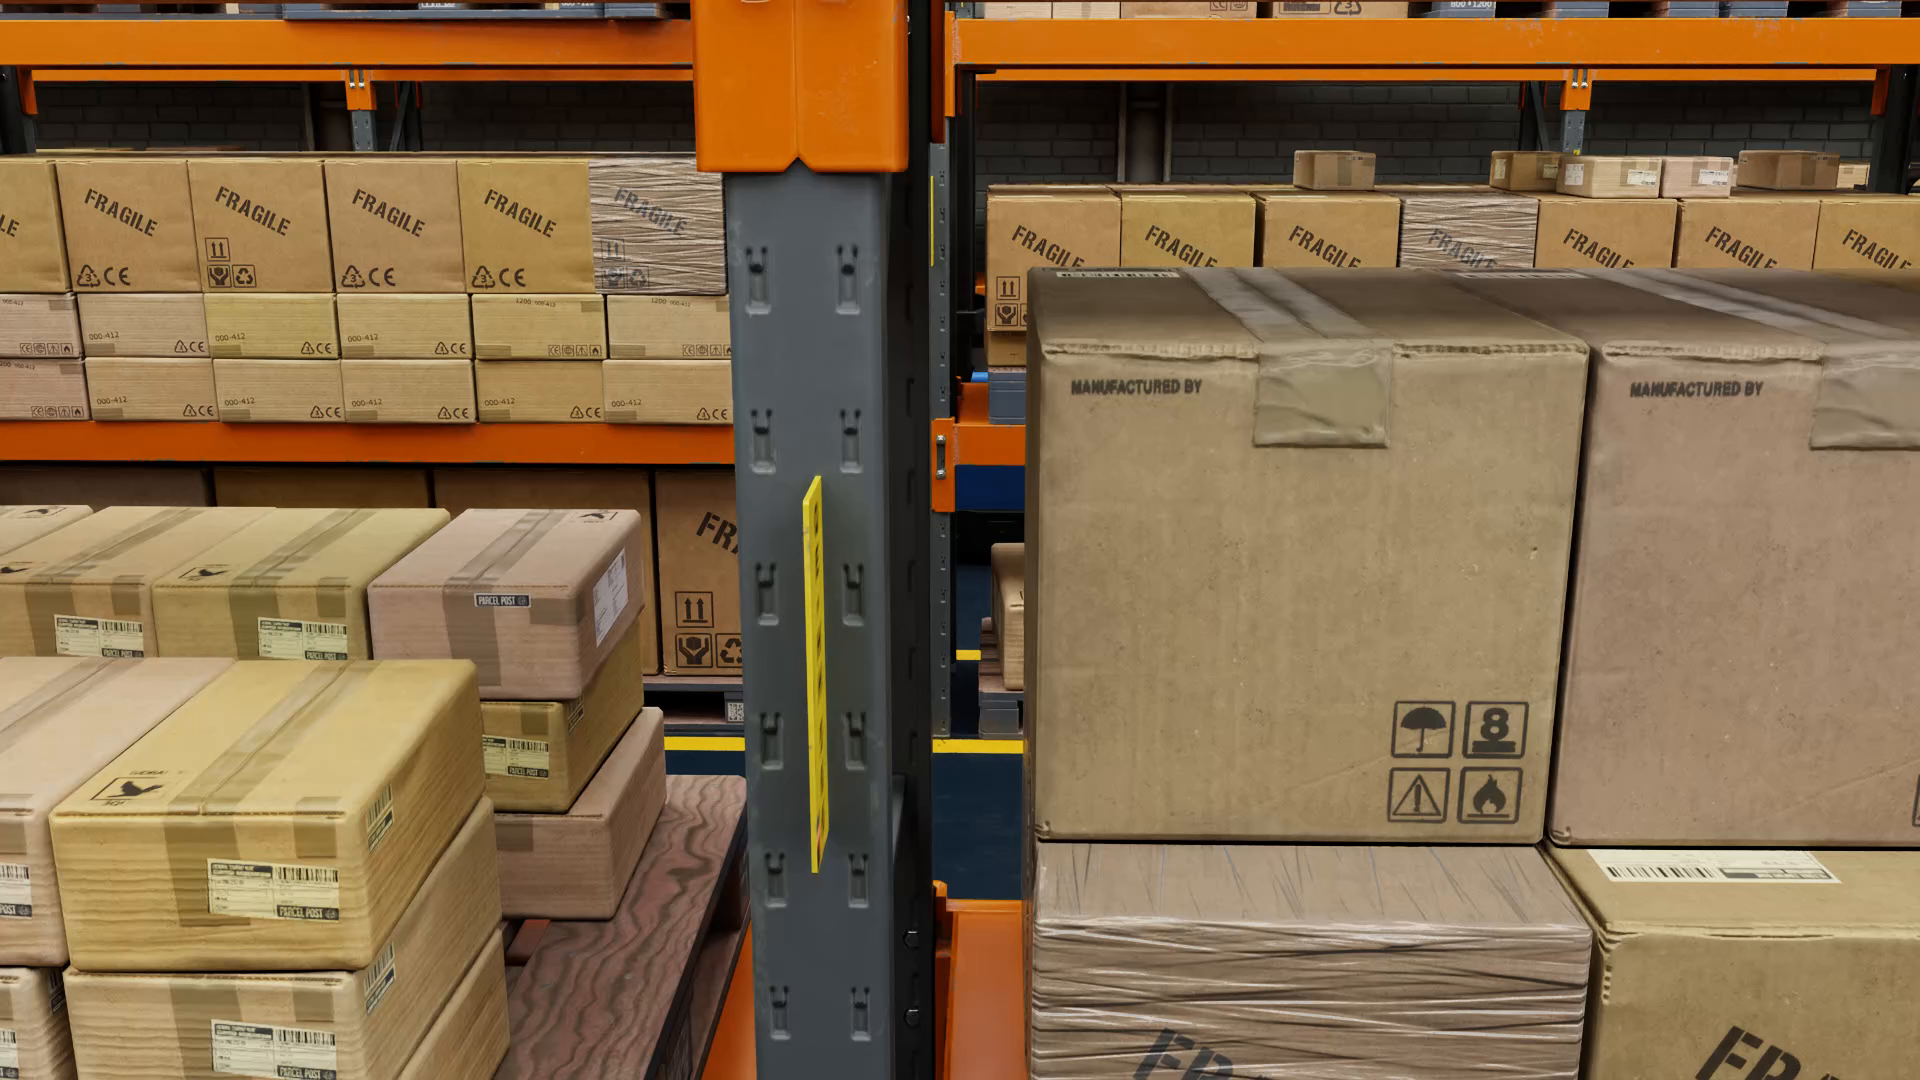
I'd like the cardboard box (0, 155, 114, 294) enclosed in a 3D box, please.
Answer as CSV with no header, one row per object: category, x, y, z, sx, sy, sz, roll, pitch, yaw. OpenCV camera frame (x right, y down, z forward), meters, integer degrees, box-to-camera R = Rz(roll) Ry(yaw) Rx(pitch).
cardboard box,-3.658,-1.248,6.533,0.500,0.500,0.500,1,15,2

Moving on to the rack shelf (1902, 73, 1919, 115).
rack shelf,5.906,-1.829,6.424,4.000,0.370,1.077,0,15,1

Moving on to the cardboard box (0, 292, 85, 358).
cardboard box,-3.658,-0.886,6.634,0.500,0.250,0.500,0,15,0

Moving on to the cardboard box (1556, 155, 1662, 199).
cardboard box,2.476,-1.391,6.359,0.250,0.149,0.380,0,15,-1

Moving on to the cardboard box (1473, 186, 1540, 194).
cardboard box,2.451,-1.221,6.986,0.500,0.500,0.500,0,15,1

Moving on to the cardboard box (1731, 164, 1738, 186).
cardboard box,5.115,-2.428,11.112,0.250,0.149,0.380,1,15,3

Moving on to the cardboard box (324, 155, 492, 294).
cardboard box,-2.130,-1.246,6.526,0.500,0.500,0.500,0,15,1

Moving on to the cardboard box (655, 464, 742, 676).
cardboard box,-0.780,0.033,7.178,0.875,0.875,0.875,0,15,1

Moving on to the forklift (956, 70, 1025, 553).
forklift,-0.630,-1.422,9.485,3.031,2.935,1.130,0,15,2

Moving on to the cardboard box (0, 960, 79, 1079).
cardboard box,-0.889,0.383,1.593,0.250,0.149,0.380,1,15,4

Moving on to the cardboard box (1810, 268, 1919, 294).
cardboard box,1.350,-0.024,1.893,0.500,0.500,0.700,0,15,1

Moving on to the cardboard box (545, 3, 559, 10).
cardboard box,-2.658,-3.529,10.928,0.250,0.149,0.380,0,15,1

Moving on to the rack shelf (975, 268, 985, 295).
rack shelf,2.031,-1.671,11.703,4.000,0.370,1.077,0,15,1

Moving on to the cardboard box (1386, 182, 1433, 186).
cardboard box,3.168,-2.442,11.747,0.250,0.149,0.380,0,15,1

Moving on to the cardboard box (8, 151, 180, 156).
cardboard box,-3.637,-1.385,7.053,0.500,0.500,0.500,1,15,3

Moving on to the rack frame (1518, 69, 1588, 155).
rack frame,4.030,-2.006,11.562,0.127,3.000,1.000,0,15,1

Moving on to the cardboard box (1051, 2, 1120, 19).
cardboard box,0.474,-2.104,6.319,0.258,0.266,0.396,0,15,1

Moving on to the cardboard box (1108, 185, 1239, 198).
cardboard box,0.887,-1.229,7.014,0.500,0.500,0.500,0,15,1

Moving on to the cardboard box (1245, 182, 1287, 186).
cardboard box,2.161,-2.447,11.766,0.250,0.149,0.380,1,15,2

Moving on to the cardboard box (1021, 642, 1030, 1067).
cardboard box,0.340,0.383,2.312,0.500,0.500,0.500,0,15,1

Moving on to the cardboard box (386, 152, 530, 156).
cardboard box,-2.096,-1.376,7.018,0.500,0.500,0.500,1,15,2

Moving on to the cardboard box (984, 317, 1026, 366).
cardboard box,0.228,-0.798,6.654,0.250,0.149,0.380,0,15,-2

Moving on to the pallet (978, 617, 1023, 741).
pallet,0.689,0.588,7.198,1.213,0.211,1.003,0,15,1

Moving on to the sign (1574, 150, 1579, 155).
sign,4.026,-2.389,10.900,0.005,0.325,0.100,0,15,1

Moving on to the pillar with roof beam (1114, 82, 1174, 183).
pillar with roof beam,1.248,-4.056,7.574,0.400,9.000,9.100,0,15,1

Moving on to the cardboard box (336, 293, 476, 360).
cardboard box,-2.126,-0.877,6.599,0.500,0.250,0.500,0,15,0

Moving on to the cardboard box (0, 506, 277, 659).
cardboard box,-1.088,0.072,2.192,0.250,0.149,0.380,0,15,1

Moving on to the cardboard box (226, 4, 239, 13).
cardboard box,-4.976,-3.520,11.131,0.500,0.250,0.500,0,15,0

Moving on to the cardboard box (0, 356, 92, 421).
cardboard box,-3.657,-0.649,6.715,0.500,0.250,0.500,0,15,0

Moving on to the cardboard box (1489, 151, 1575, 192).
cardboard box,2.357,-1.523,6.858,0.250,0.149,0.380,1,15,5

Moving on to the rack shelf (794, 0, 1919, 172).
rack shelf,1.882,-0.592,1.736,4.000,0.370,1.077,0,15,1

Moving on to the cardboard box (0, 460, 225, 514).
cardboard box,-3.469,0.016,7.241,0.875,0.875,0.875,1,15,3

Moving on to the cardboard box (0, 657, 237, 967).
cardboard box,-0.870,0.239,1.556,0.250,0.149,0.380,0,15,1

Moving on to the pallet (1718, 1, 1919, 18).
pallet,3.293,-2.131,6.524,1.003,0.211,1.213,0,15,1

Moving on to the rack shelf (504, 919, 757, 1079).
rack shelf,-2.116,0.832,2.217,4.000,0.370,1.077,0,15,1

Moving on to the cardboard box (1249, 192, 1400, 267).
cardboard box,1.404,-1.096,6.511,0.500,0.500,0.500,1,15,2

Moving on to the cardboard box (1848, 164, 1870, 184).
cardboard box,6.132,-2.443,11.167,0.250,0.149,0.380,1,15,2

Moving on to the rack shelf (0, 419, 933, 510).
rack shelf,-2.091,-0.431,7.004,4.000,0.370,1.077,0,15,1

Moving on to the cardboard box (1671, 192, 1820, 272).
cardboard box,2.944,-1.082,6.461,0.500,0.500,0.500,0,15,2

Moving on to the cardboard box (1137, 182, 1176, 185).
cardboard box,1.390,-2.447,11.769,0.250,0.149,0.380,0,15,1

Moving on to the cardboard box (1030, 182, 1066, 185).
cardboard box,0.626,-2.470,11.855,0.250,0.149,0.380,1,15,3

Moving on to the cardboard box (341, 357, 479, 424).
cardboard box,-2.129,-0.633,6.654,0.500,0.250,0.500,0,15,1

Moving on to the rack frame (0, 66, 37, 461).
rack frame,-4.090,-0.792,6.962,0.127,3.000,1.000,0,15,1

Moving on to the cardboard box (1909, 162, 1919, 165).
cardboard box,6.662,-2.551,11.580,0.250,0.149,0.380,1,15,3

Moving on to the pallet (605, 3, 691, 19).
pallet,-0.737,-2.116,6.469,1.003,0.211,1.213,1,15,4
